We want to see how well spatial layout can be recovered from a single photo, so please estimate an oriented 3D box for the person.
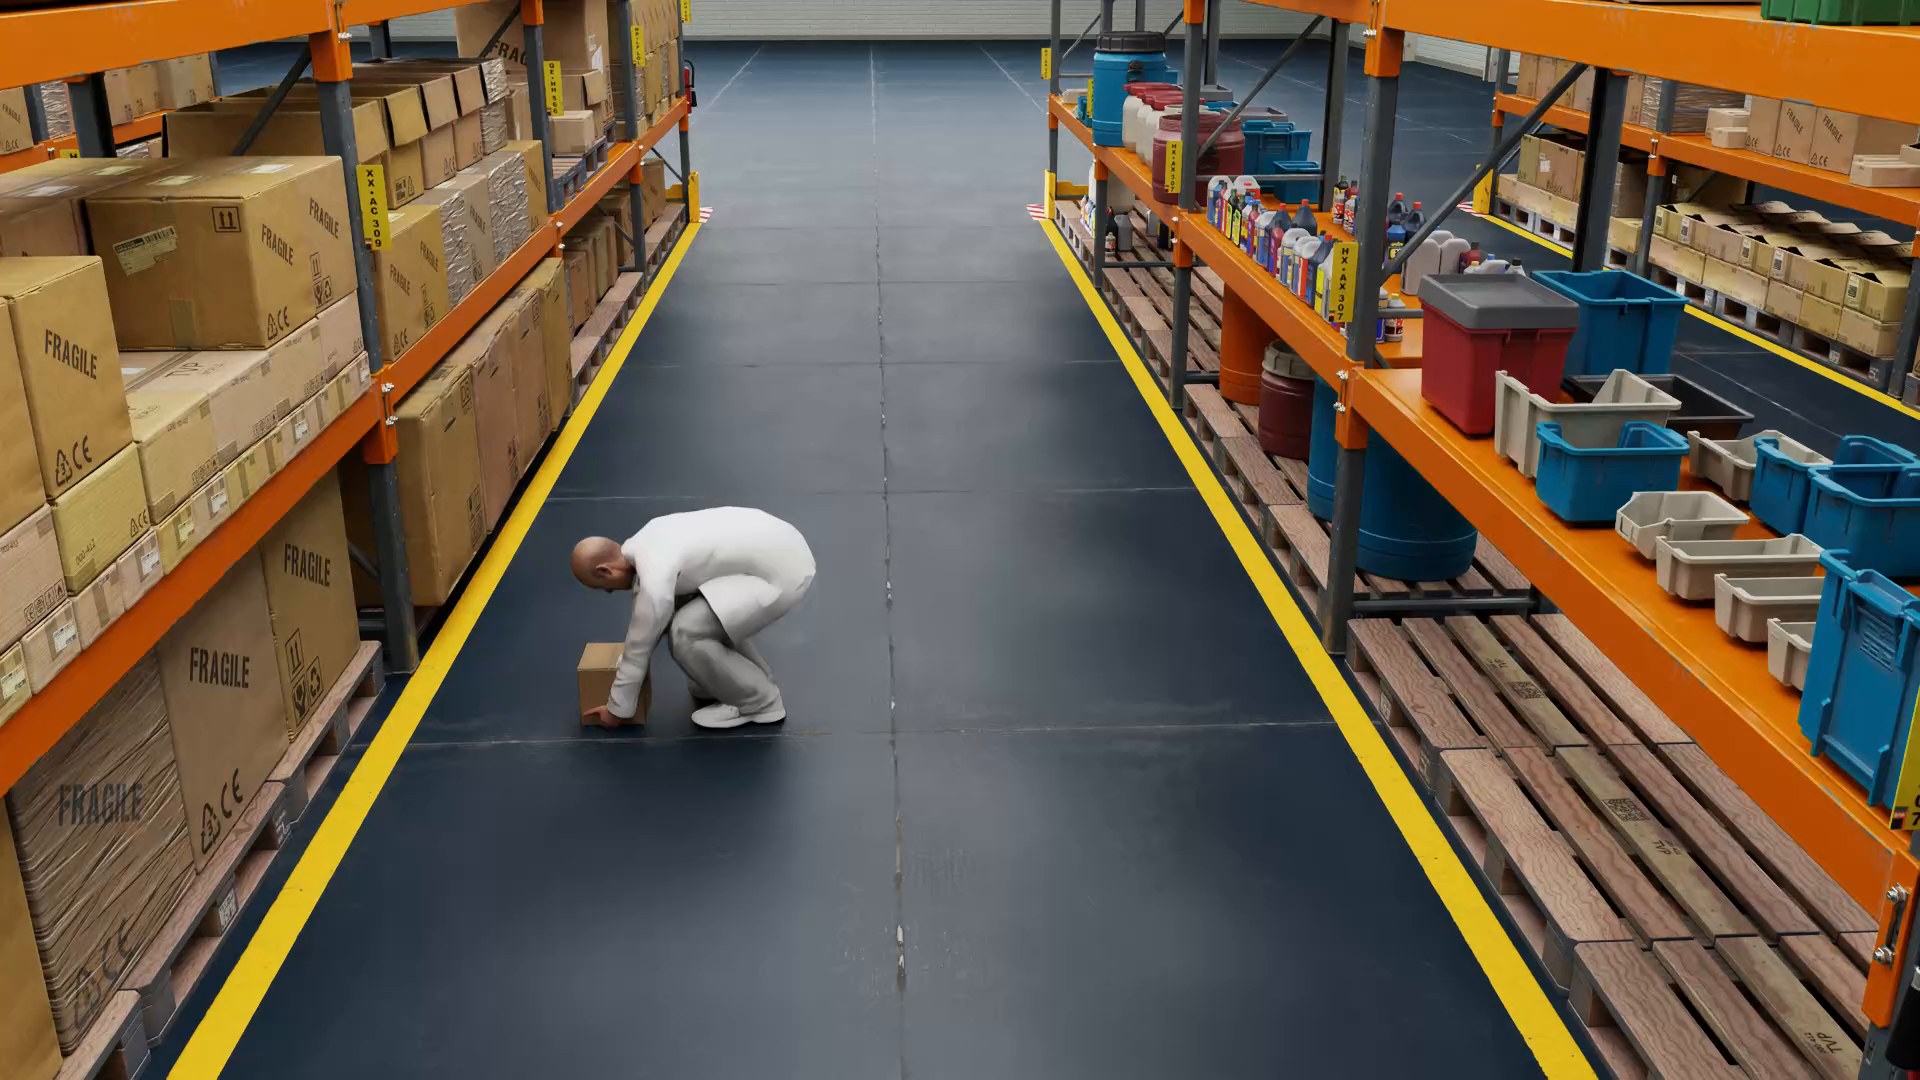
[{"bbox_3d":[-1.048,0.309,6.651,0.953,0.856,0.582,-2,20,-5],"label":"person"}]
